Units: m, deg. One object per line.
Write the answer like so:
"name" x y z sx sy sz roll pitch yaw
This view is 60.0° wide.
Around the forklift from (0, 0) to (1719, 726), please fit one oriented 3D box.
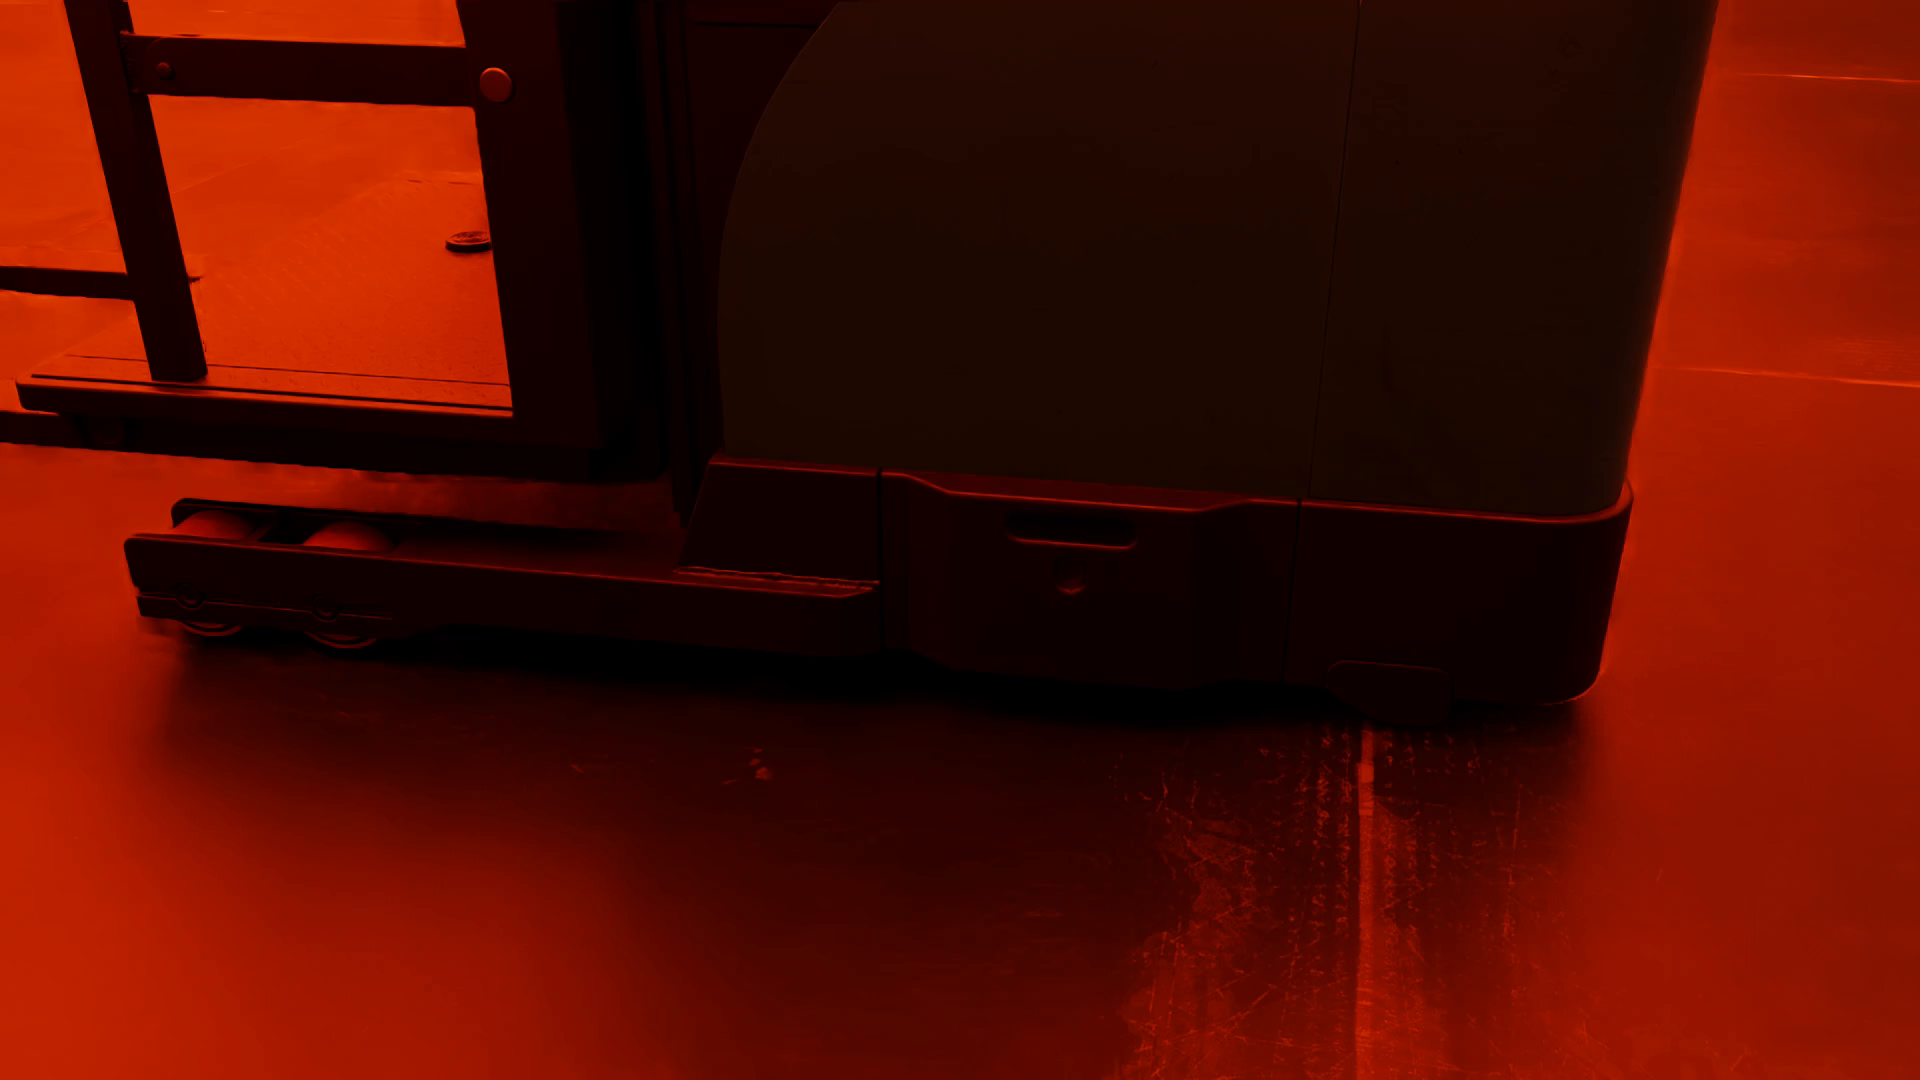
"forklift" -0.642 -1.392 2.005 3.031 2.935 1.130 4 27 9
